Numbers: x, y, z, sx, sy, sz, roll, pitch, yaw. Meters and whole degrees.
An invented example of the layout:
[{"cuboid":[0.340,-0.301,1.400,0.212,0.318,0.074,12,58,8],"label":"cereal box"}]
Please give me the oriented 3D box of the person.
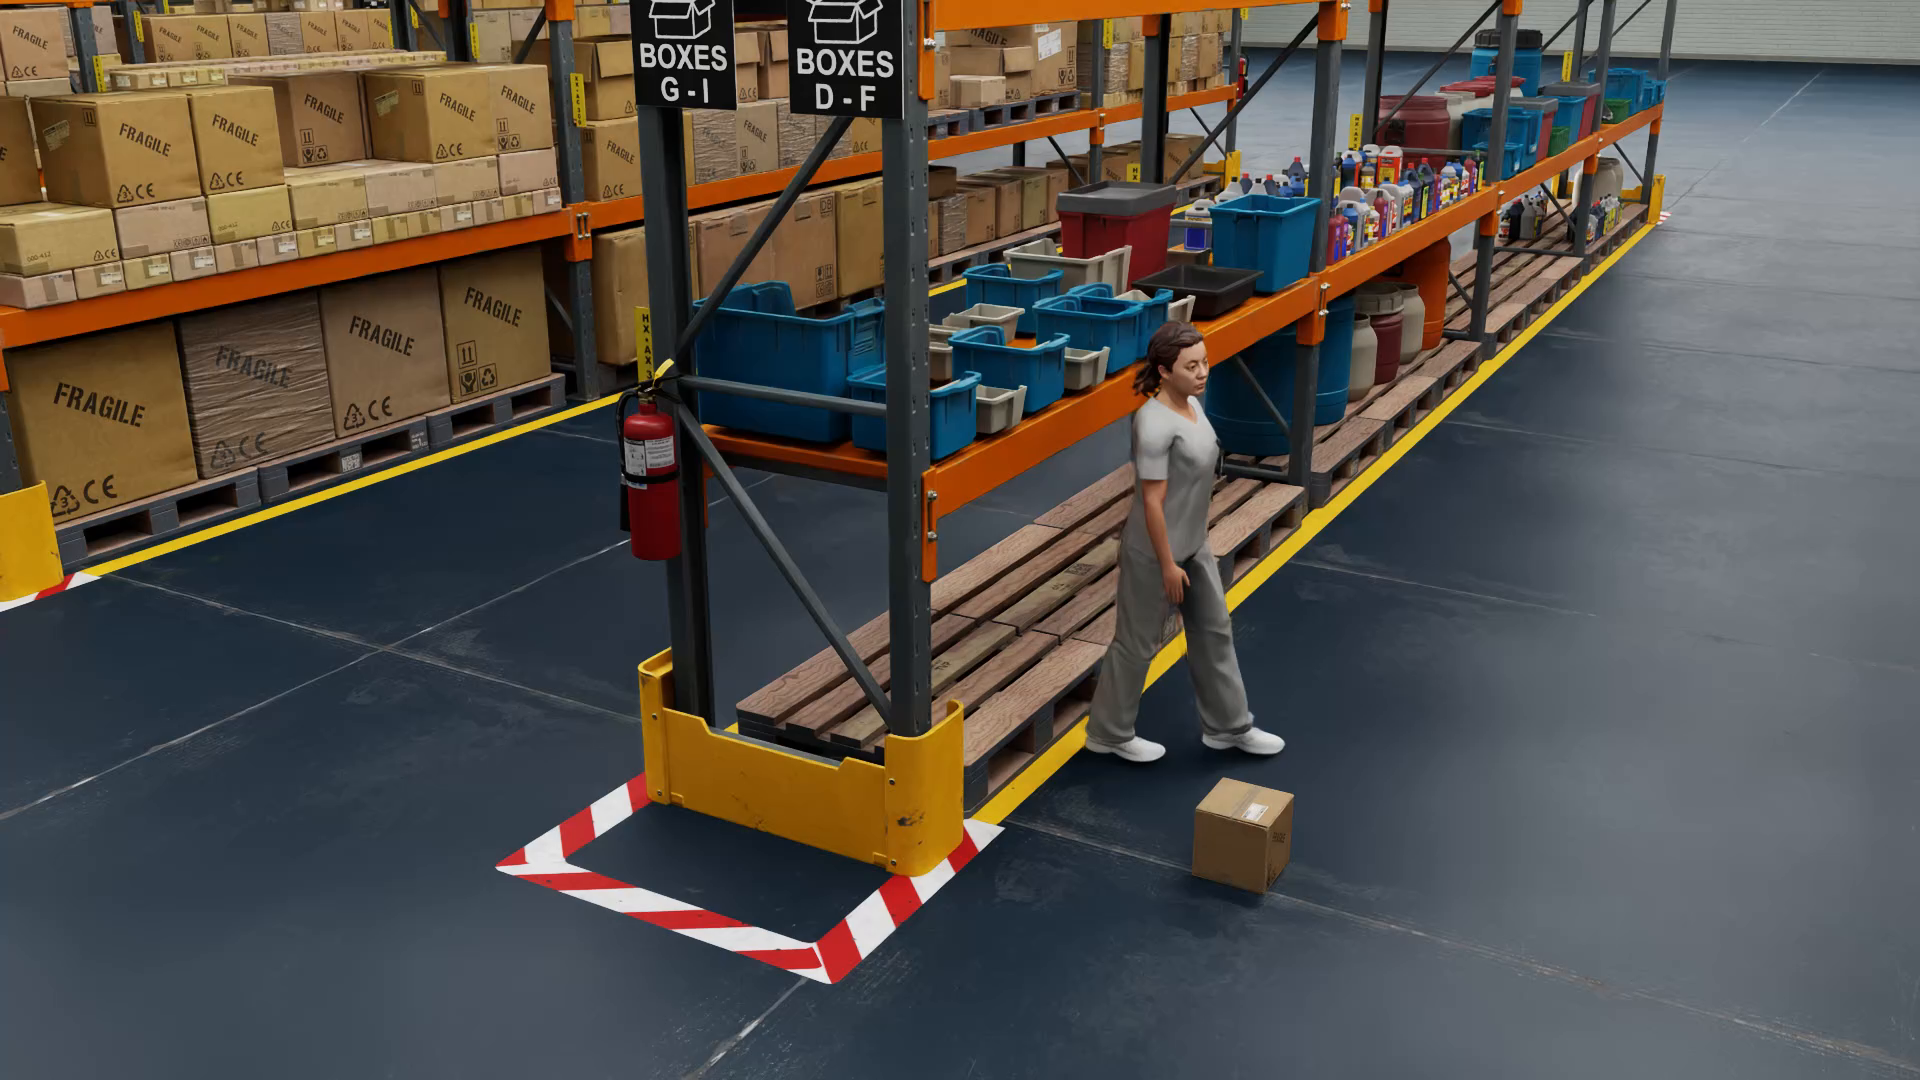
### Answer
[{"cuboid":[0.810,0.031,5.941,0.674,1.659,0.545,11,22,27],"label":"person"}]
